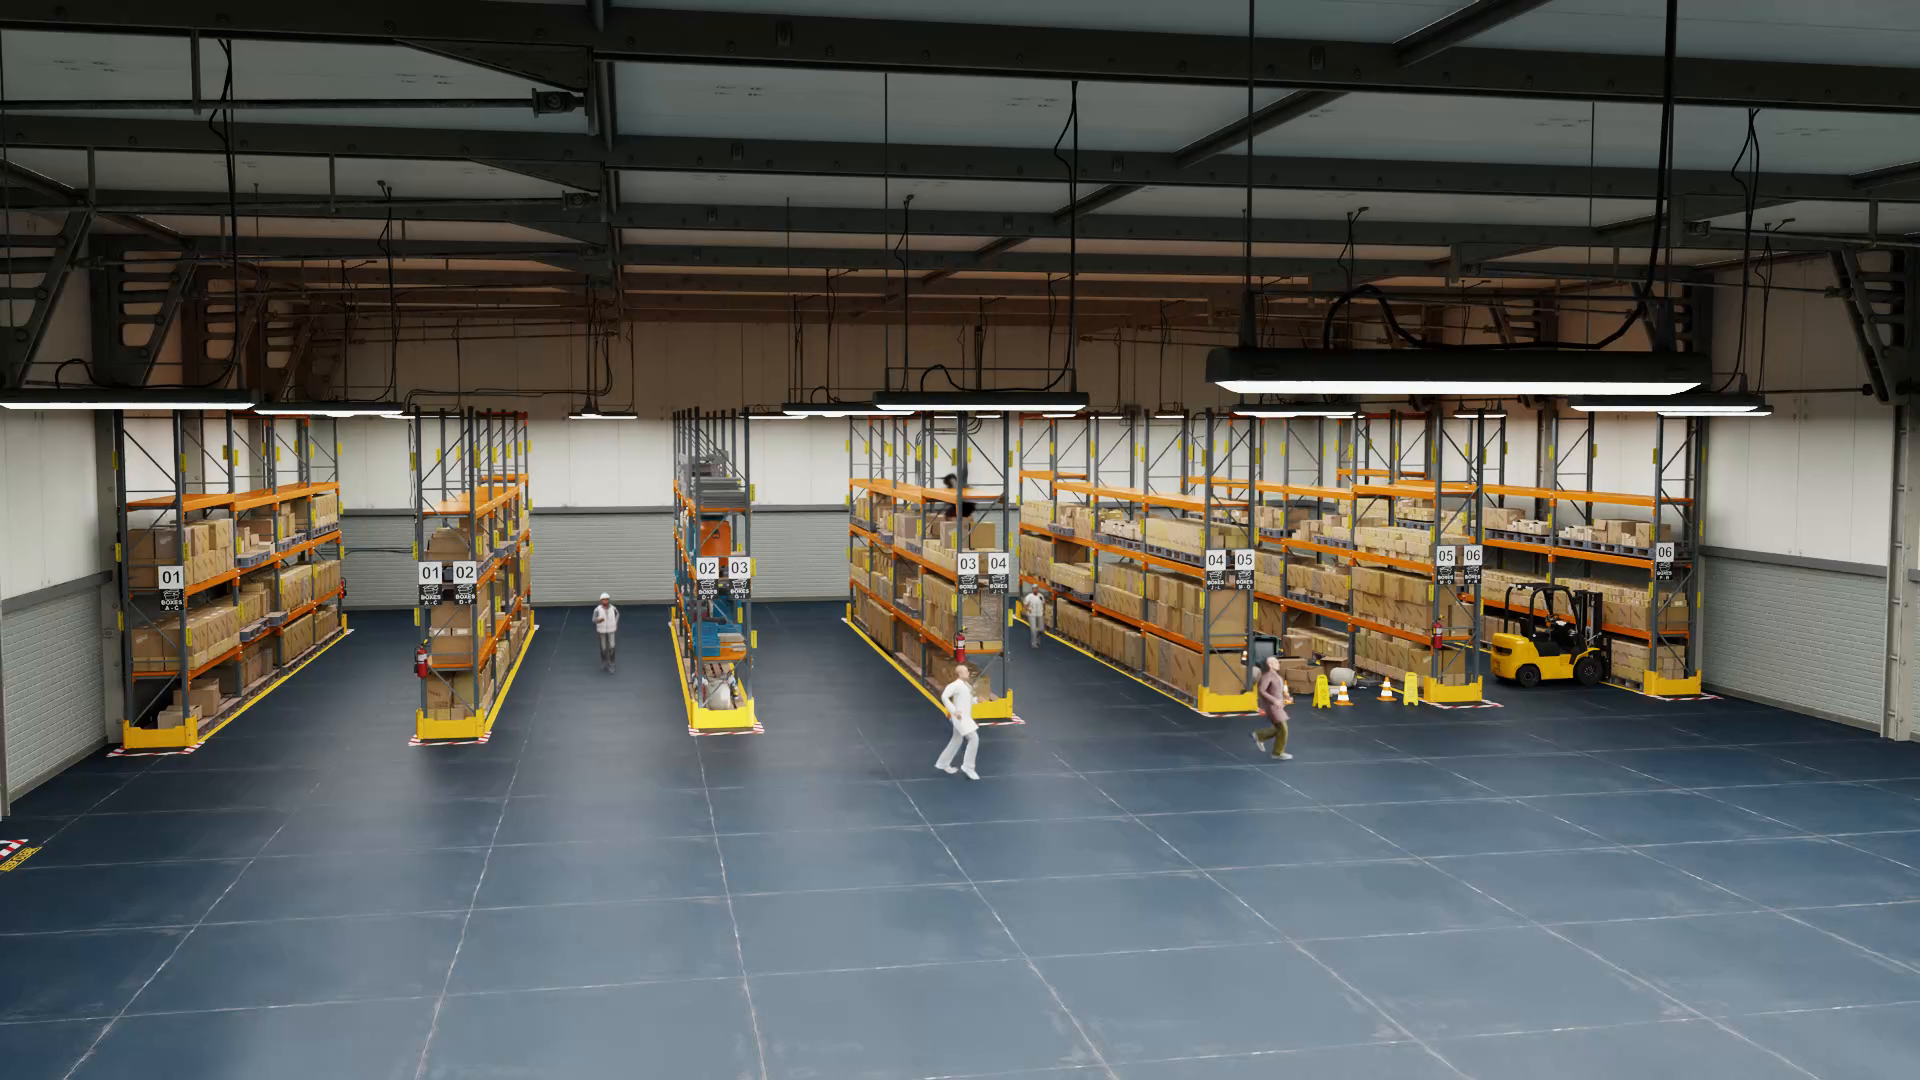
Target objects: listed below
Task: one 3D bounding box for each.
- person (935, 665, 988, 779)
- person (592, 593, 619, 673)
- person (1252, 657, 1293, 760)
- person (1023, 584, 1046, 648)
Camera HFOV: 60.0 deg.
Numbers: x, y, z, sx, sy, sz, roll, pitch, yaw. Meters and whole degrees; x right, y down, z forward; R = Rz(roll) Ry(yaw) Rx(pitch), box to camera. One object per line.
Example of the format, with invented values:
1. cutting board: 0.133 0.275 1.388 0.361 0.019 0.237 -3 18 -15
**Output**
1. person: 0.014 2.983 26.808 0.857 1.760 0.684 1 4 7
2. person: -8.128 2.127 38.184 0.643 1.836 0.801 -1 4 -16
3. person: 5.300 2.851 28.253 0.754 1.721 0.713 2 5 28
4. person: 1.909 1.926 42.146 0.604 1.604 0.555 -1 4 -11
